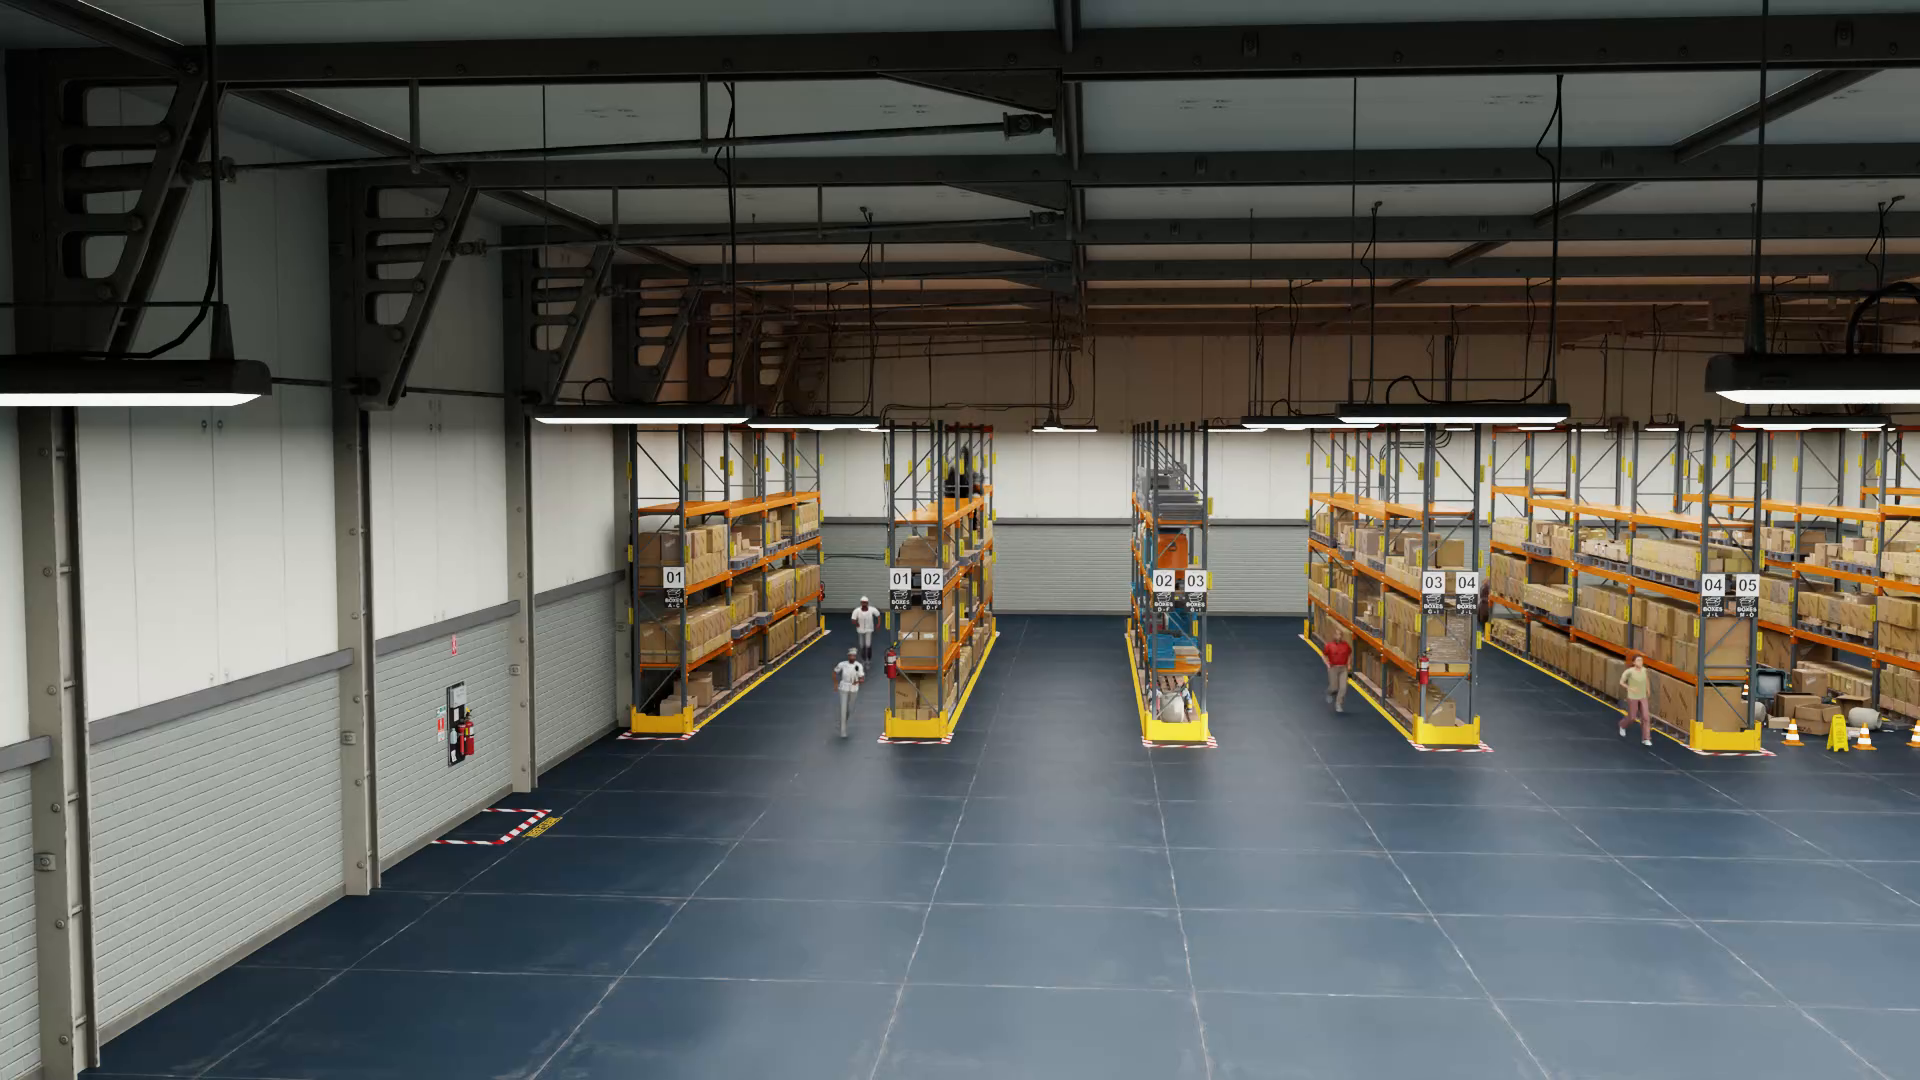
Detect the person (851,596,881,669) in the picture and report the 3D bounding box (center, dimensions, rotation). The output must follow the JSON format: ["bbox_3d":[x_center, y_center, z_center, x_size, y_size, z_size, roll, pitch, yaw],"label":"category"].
[{"bbox_3d":[-2.311,2.287,40.708,0.721,1.821,0.729,0,4,3],"label":"person"}]

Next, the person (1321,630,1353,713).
[{"bbox_3d":[7.837,2.703,34.483,0.662,1.686,0.698,0,4,-1],"label":"person"}]

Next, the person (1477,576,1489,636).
[{"bbox_3d":[14.922,1.881,47.307,0.644,1.717,0.705,-1,4,-12],"label":"person"}]

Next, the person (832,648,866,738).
[{"bbox_3d":[-2.089,2.858,31.529,0.611,1.643,0.944,-1,4,-13],"label":"person"}]

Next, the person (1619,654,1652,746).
[{"bbox_3d":[12.501,2.930,30.790,0.629,1.662,0.894,-1,4,-10],"label":"person"}]
